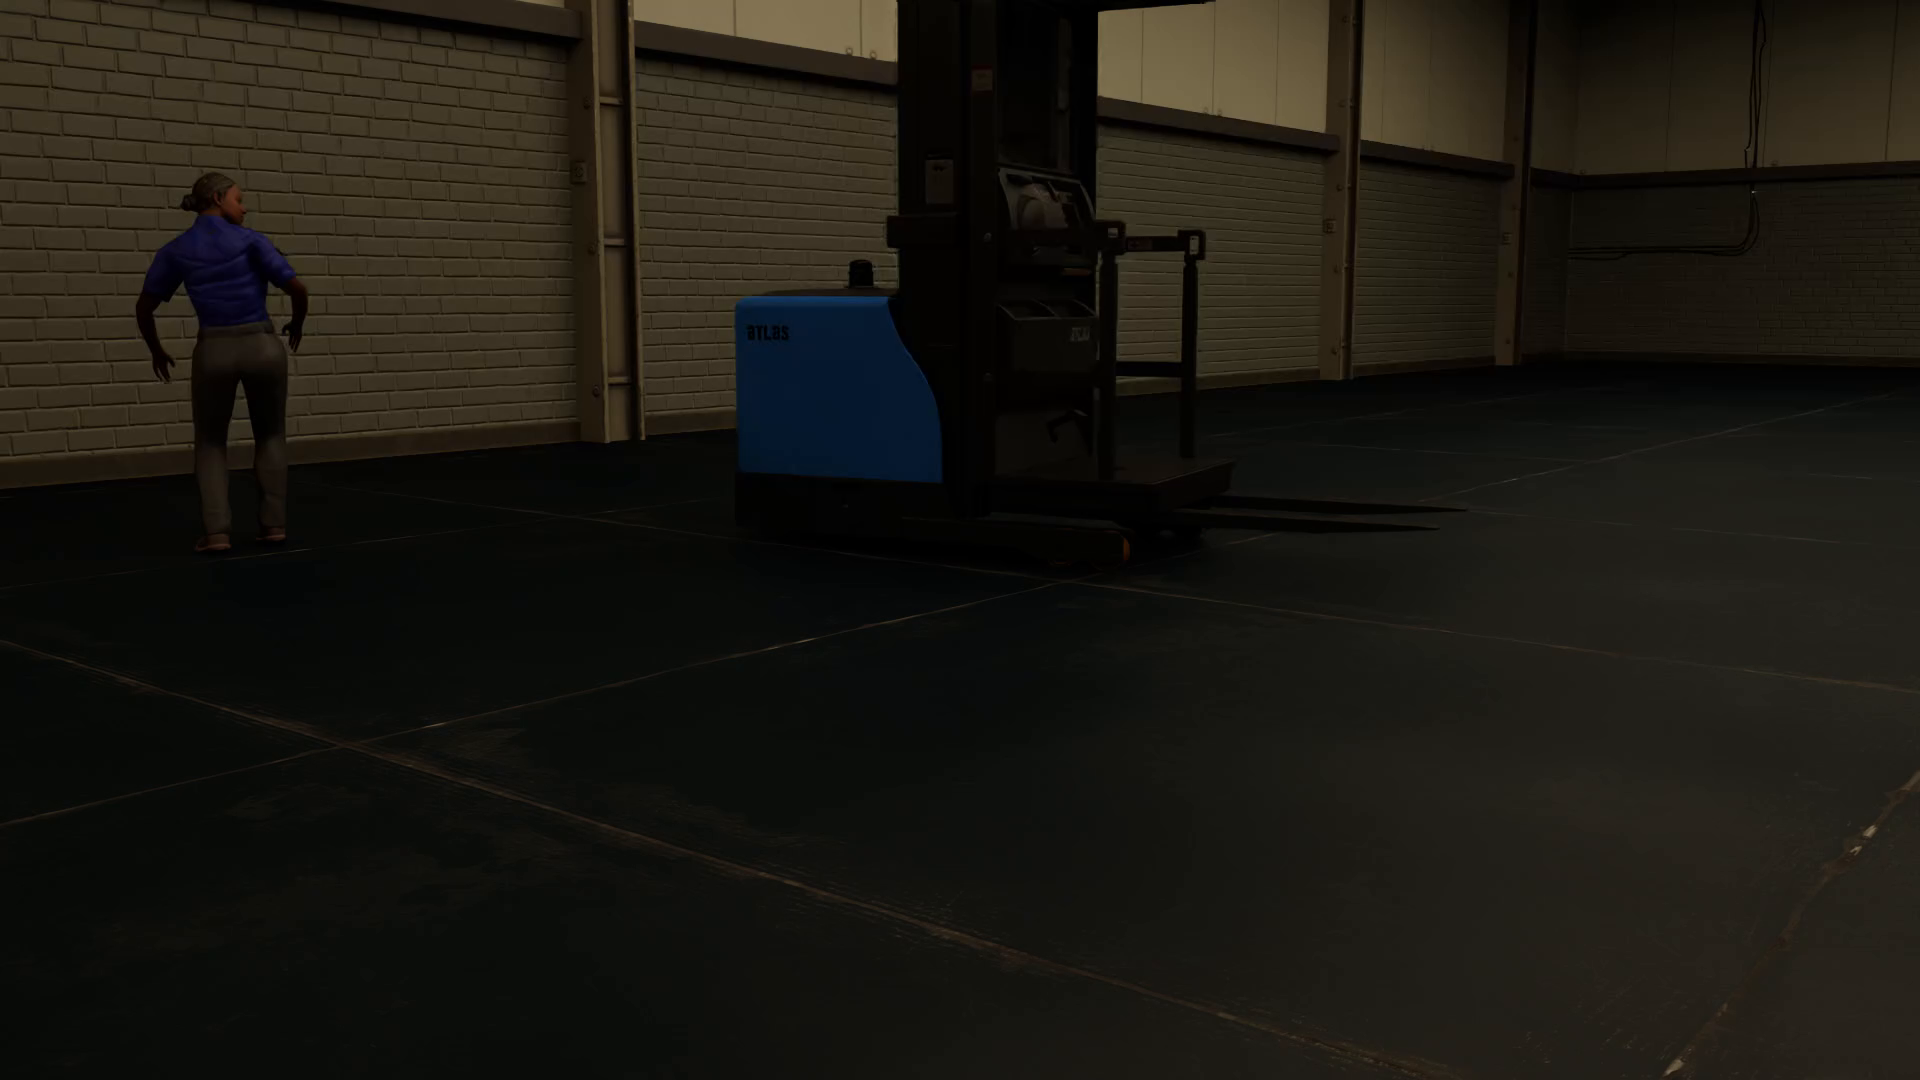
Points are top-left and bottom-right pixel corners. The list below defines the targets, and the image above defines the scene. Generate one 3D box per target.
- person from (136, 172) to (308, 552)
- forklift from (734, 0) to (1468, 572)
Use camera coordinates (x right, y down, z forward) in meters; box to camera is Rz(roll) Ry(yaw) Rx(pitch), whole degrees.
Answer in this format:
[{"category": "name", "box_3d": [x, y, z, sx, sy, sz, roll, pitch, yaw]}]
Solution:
[{"category": "person", "box_3d": [-3.126, -0.752, 7.098, 0.678, 1.609, 0.471, -3, 9, -18]}, {"category": "forklift", "box_3d": [0.556, -1.412, 6.935, 3.031, 2.935, 1.130, 4, 9, 26]}]
